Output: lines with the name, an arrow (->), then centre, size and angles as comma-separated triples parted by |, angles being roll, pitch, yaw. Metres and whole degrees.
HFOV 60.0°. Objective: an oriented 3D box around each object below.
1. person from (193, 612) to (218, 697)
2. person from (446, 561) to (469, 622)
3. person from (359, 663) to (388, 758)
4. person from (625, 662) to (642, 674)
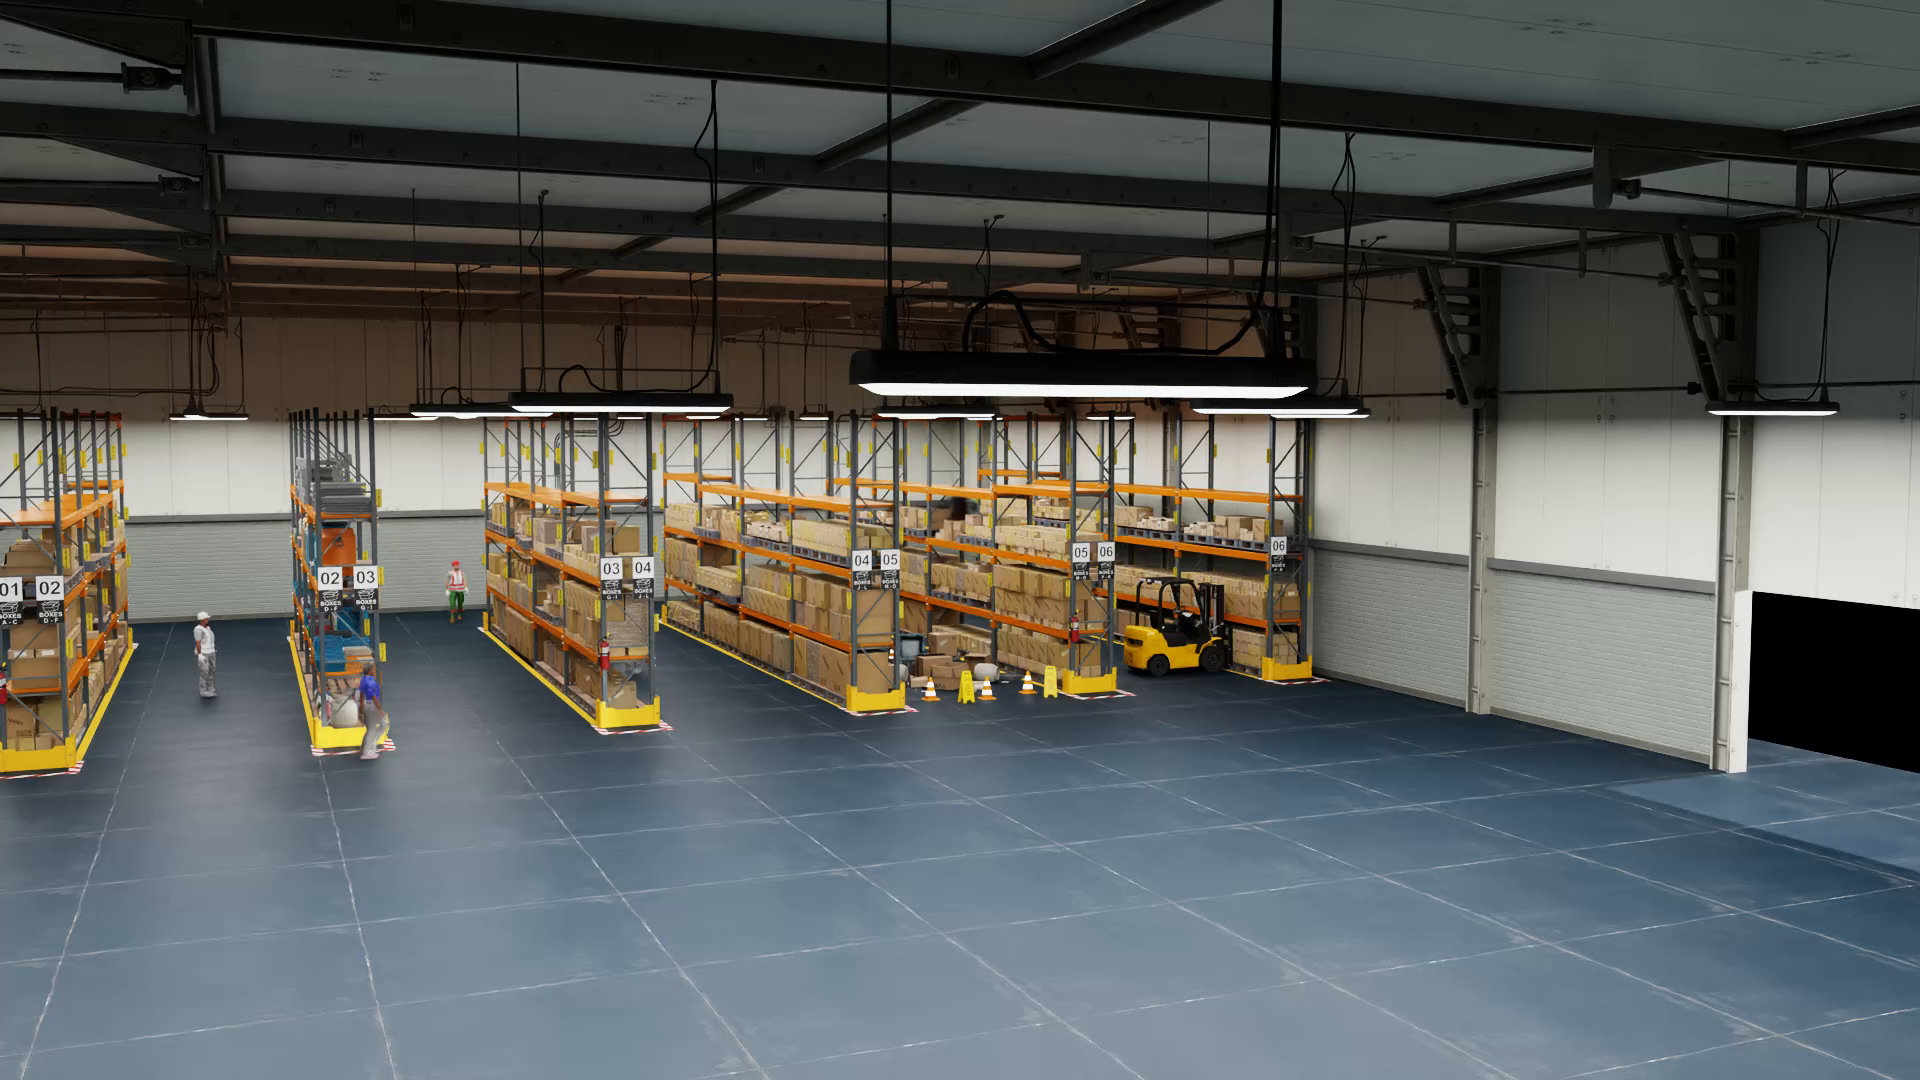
person -> -15.827, 2.409, 34.912 | 0.450, 1.813, 0.623 | 1, 4, 11
person -> -14.487, 1.470, 47.915 | 0.650, 1.738, 1.000 | -1, 4, -12
person -> -9.987, 2.908, 28.312 | 0.463, 1.666, 0.463 | -1, 4, -19
person -> -7.450, 2.170, 37.951 | 0.546, 1.760, 0.542 | 1, 4, 12
